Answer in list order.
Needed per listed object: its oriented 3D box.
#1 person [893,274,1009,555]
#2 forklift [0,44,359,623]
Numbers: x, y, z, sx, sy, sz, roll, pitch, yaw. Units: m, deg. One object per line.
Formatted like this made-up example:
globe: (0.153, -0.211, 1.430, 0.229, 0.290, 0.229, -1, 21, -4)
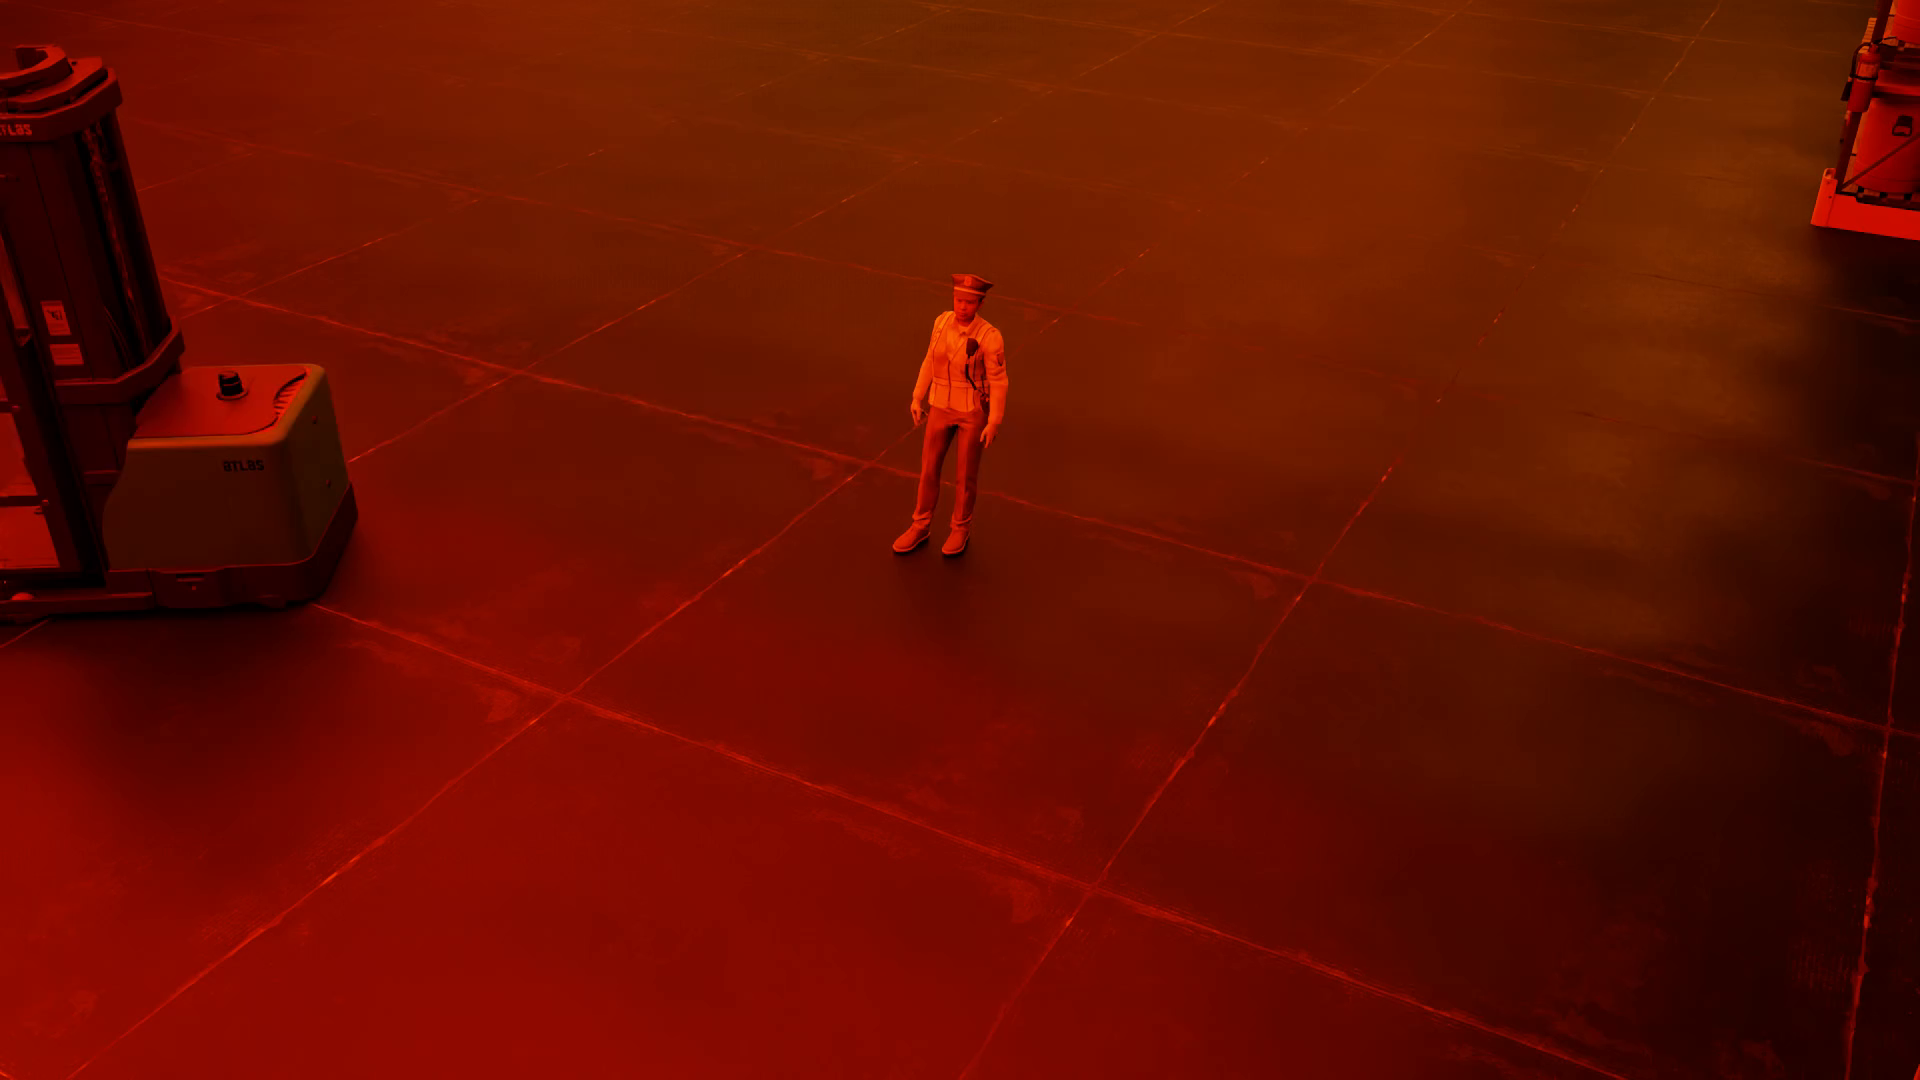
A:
person: (-0.040, -0.712, 9.526, 0.586, 1.694, 0.530, 15, 33, 25)
forklift: (-5.132, -1.076, 8.936, 3.031, 2.935, 1.130, -2, 30, -4)
